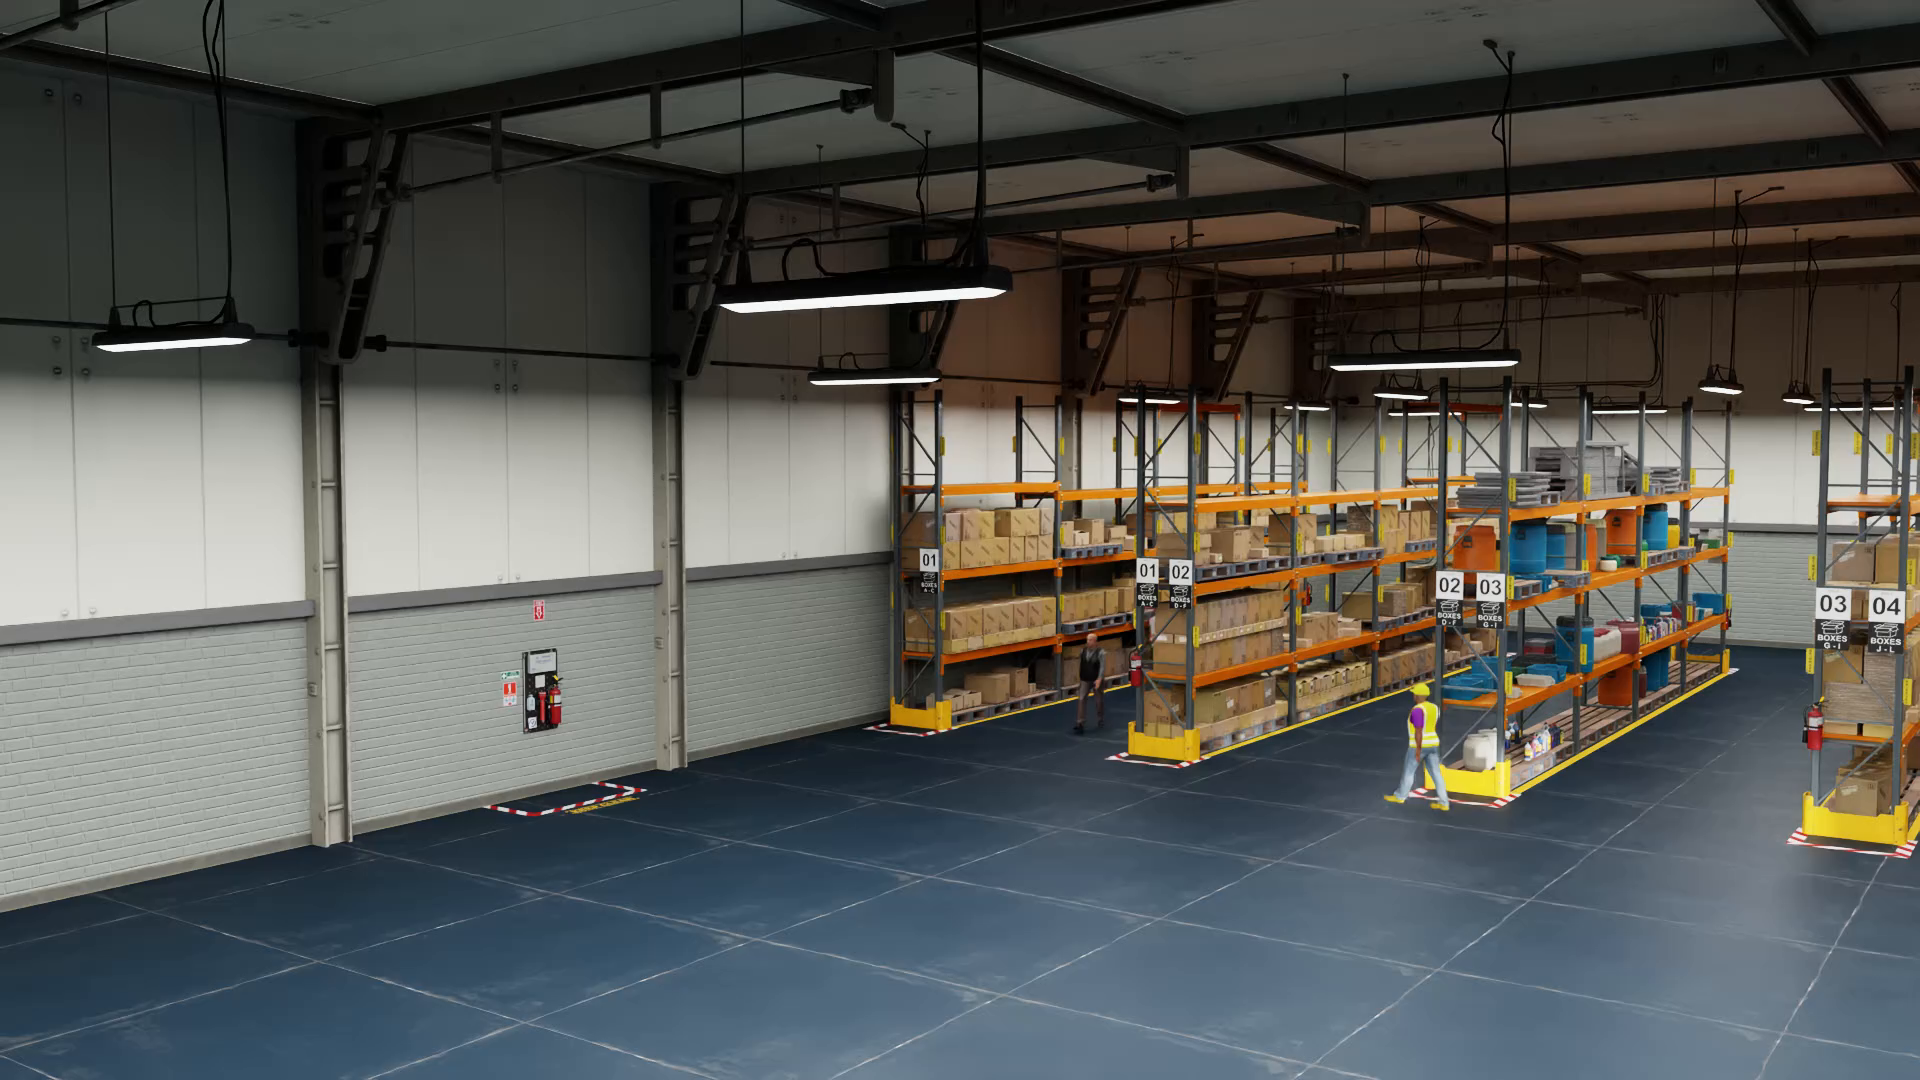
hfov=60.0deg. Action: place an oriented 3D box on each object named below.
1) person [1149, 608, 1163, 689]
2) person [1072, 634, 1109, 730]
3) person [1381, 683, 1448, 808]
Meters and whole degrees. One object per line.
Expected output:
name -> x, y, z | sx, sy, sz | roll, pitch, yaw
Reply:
person -> 4.056, 2.174, 34.094 | 0.438, 1.791, 0.594 | 0, 3, -8
person -> 2.310, 2.504, 29.361 | 0.568, 1.684, 0.986 | 2, 4, 33
person -> 6.343, 2.841, 23.049 | 0.590, 1.713, 1.067 | -2, 4, -31
